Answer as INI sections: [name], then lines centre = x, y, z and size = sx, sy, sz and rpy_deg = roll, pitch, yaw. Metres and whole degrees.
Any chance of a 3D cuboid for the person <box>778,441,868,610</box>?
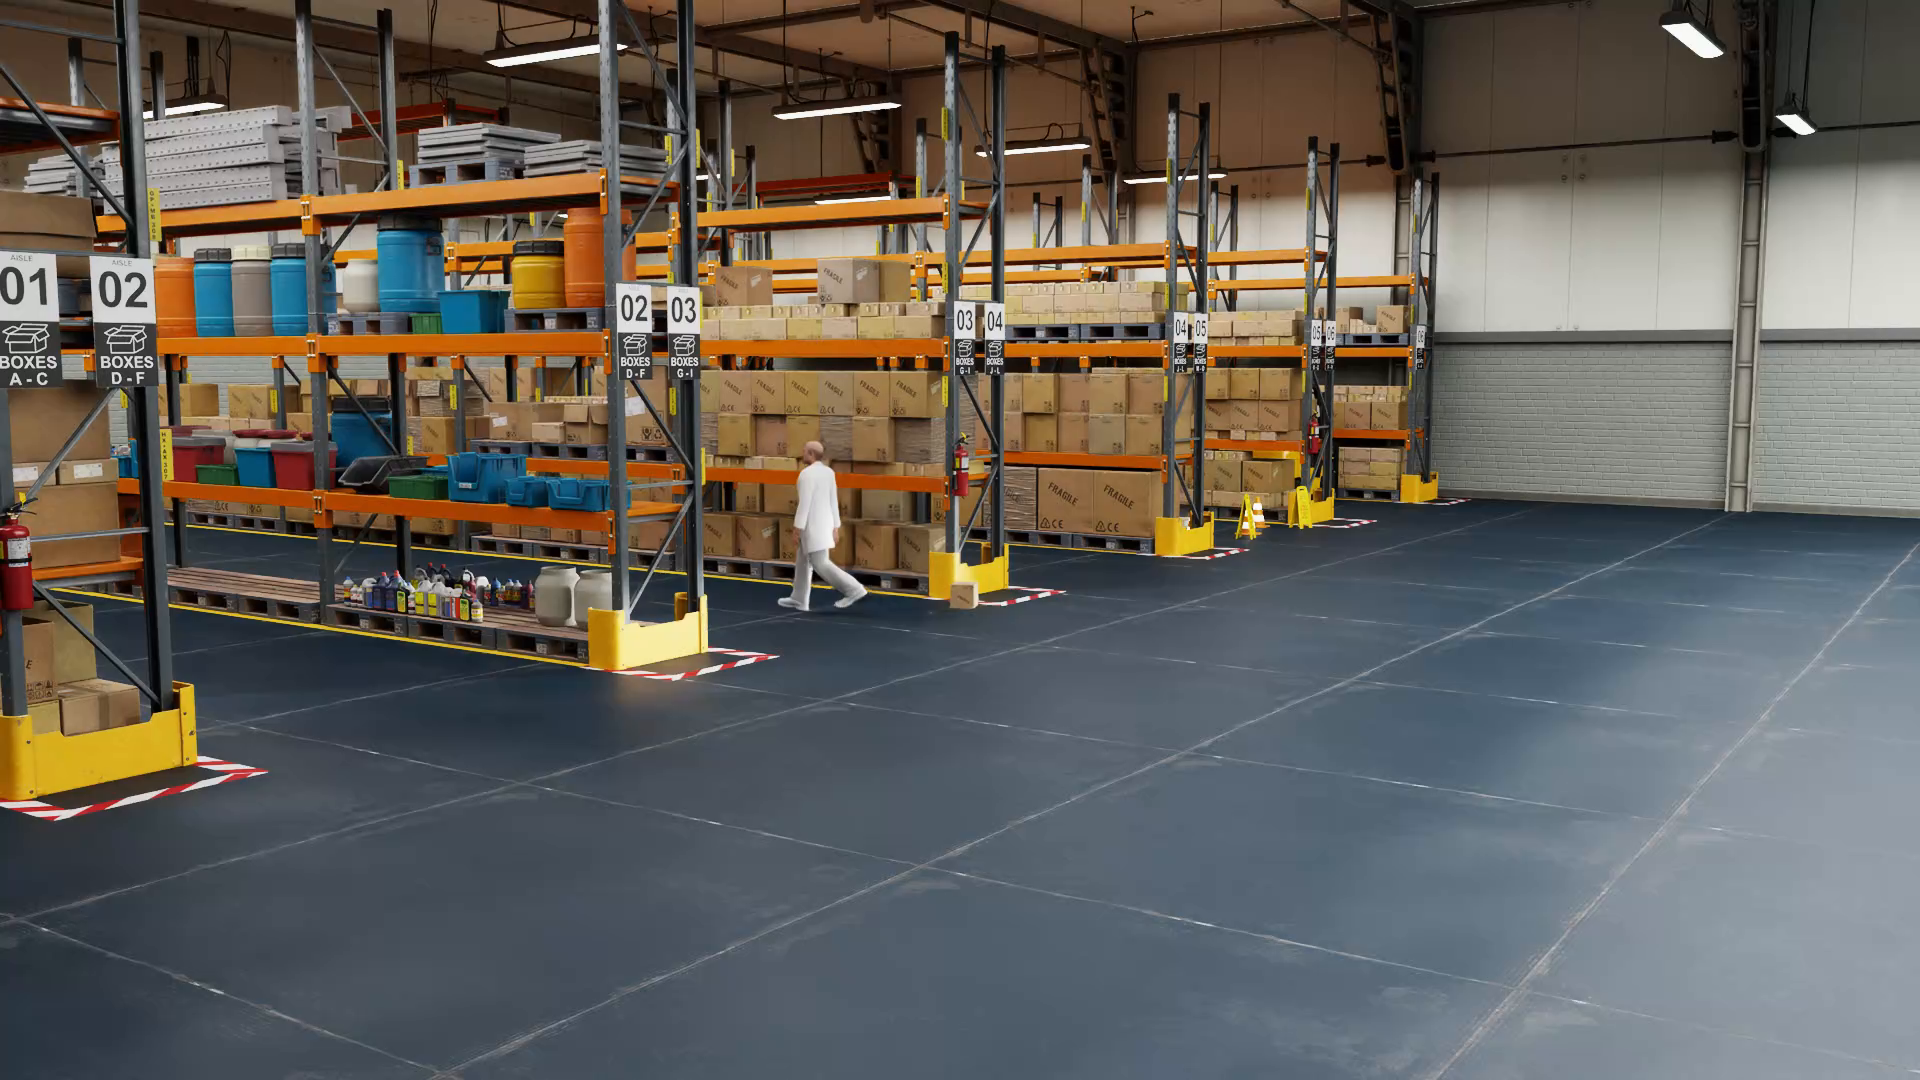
[person]
centre = -1.418, -0.131, 16.859
size = 1.064, 1.740, 0.602
rpy_deg = 2, 7, 20
